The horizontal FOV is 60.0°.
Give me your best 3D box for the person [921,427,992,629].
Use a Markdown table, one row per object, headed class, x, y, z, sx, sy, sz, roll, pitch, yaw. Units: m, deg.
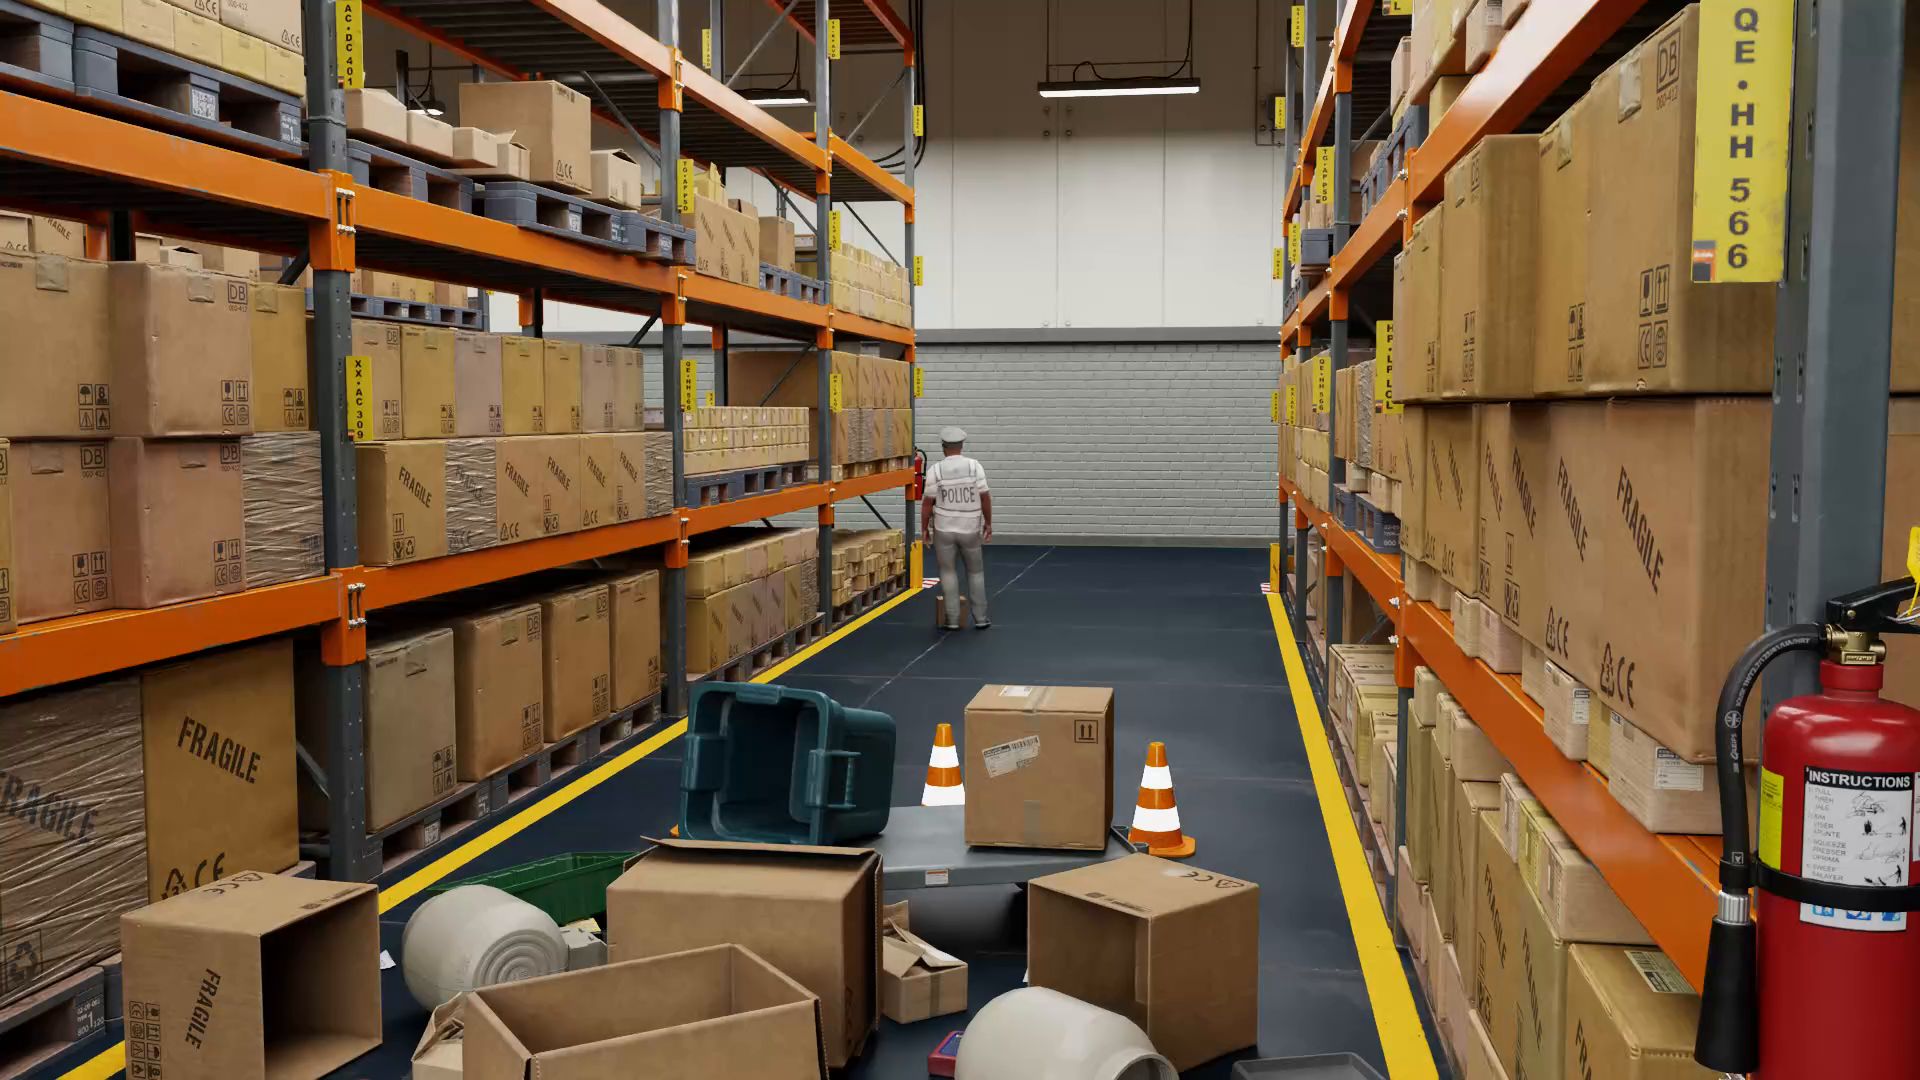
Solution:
| class | x | y | z | sx | sy | sz | roll | pitch | yaw |
| --- | --- | --- | --- | --- | --- | --- | --- | --- | --- |
| person | -0.029 | -0.106 | 14.677 | 0.640 | 1.779 | 0.575 | 0 | 4 | -5 |
